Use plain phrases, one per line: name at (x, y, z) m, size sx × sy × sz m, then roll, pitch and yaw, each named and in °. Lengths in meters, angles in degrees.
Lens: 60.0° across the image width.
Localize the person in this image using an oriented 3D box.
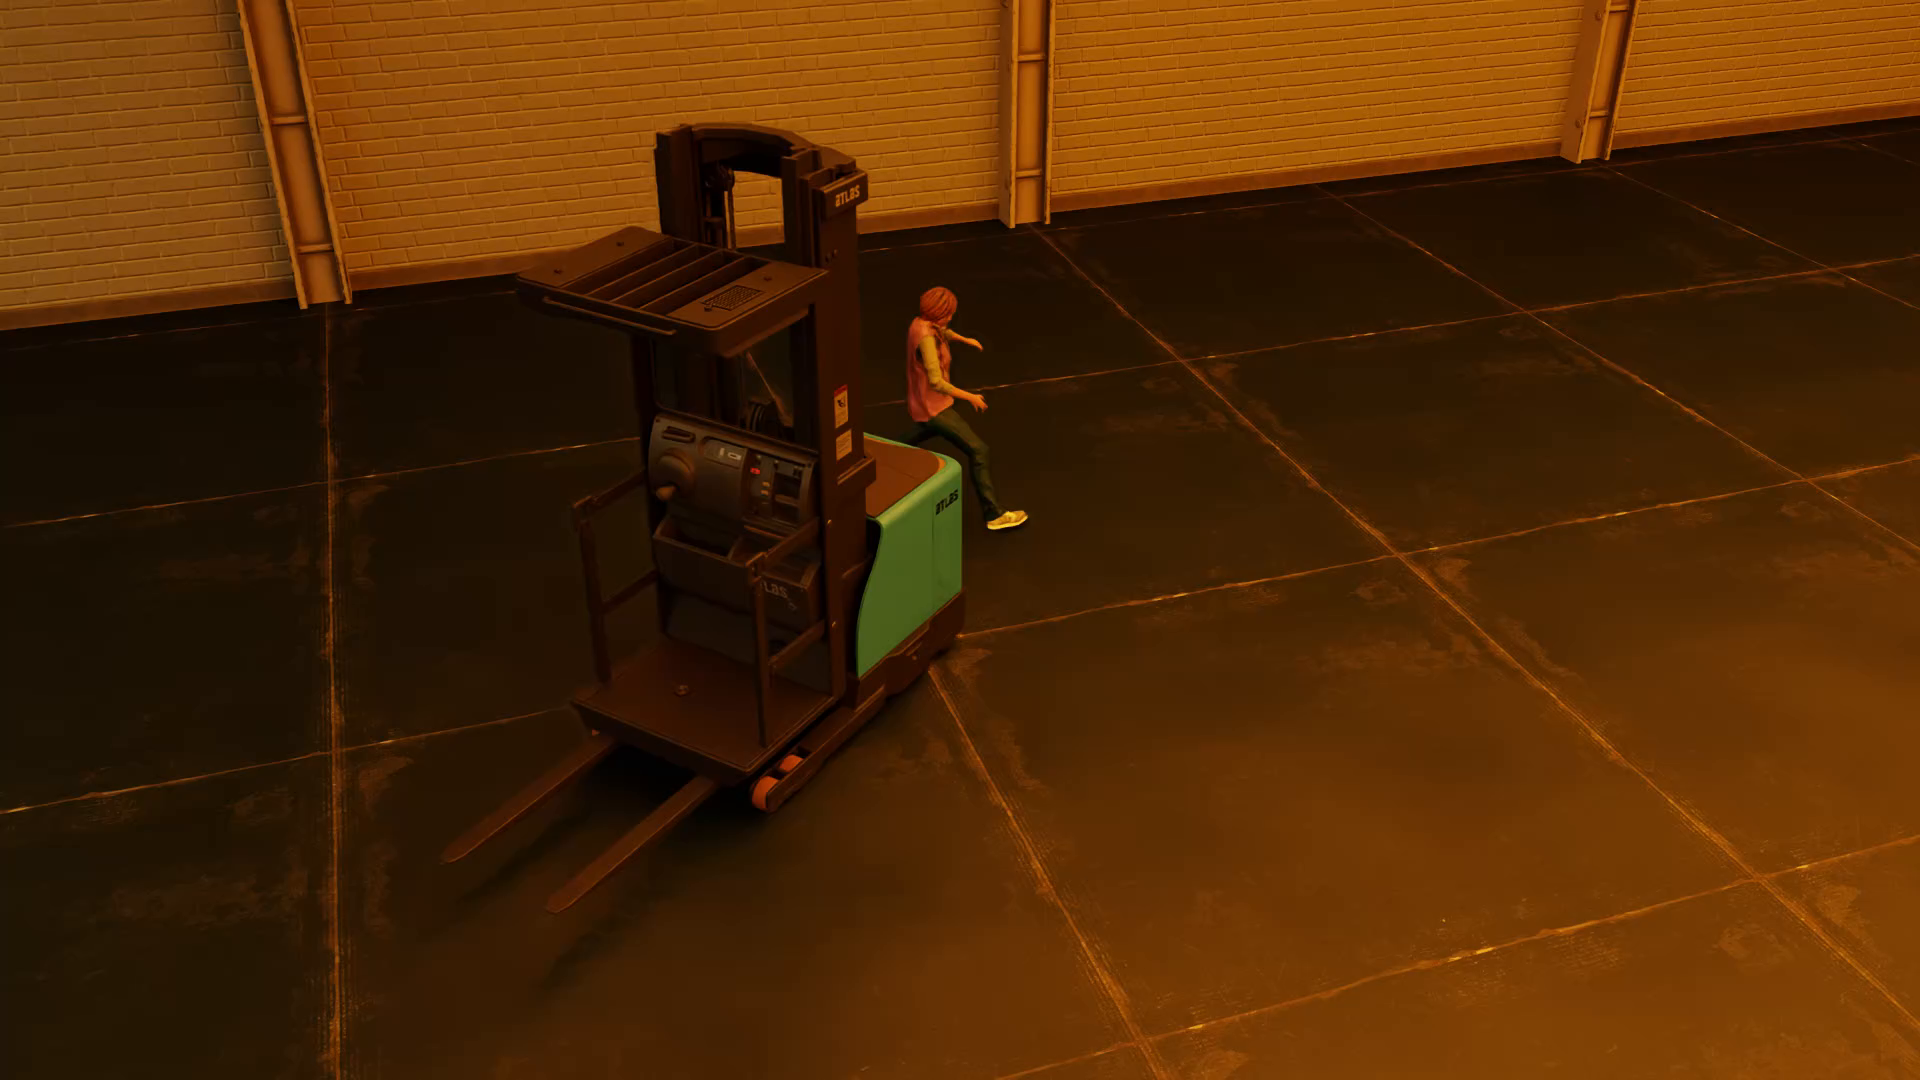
person at (-0.072, -0.882, 10.170) m, size 0.892 × 1.412 × 1.010 m, roll -3°, pitch 30°, yaw -5°

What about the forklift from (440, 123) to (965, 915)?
forklift at (-1.173, -0.258, 7.535) m, size 1.130 × 2.935 × 3.031 m, roll 17°, pitch 34°, yaw 27°
